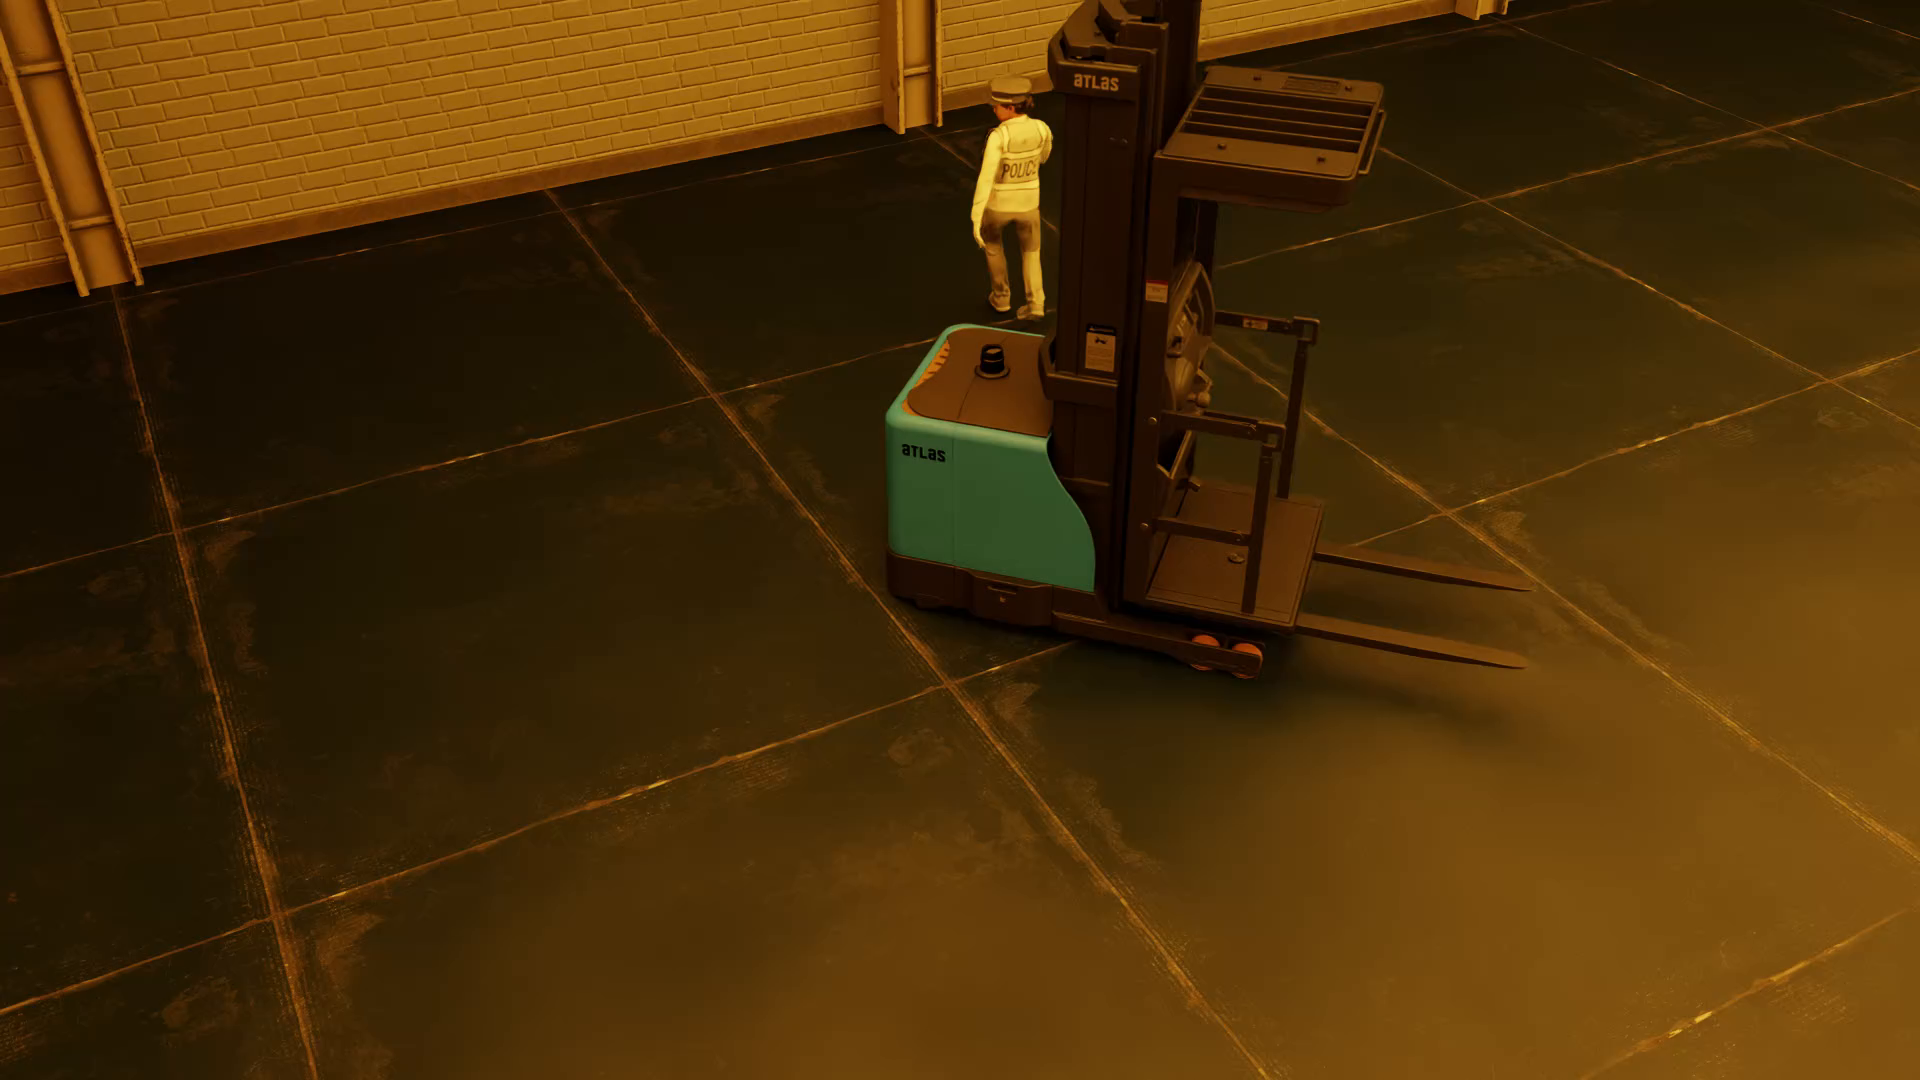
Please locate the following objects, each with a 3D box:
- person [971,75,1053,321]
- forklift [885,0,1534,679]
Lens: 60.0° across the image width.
[{"bbox_3d":[0.295,-2.059,10.214,0.559,1.597,0.710,-6,36,-8],"label":"person"},{"bbox_3d":[1.213,-0.896,7.391,3.031,2.935,1.130,11,37,15],"label":"forklift"}]
